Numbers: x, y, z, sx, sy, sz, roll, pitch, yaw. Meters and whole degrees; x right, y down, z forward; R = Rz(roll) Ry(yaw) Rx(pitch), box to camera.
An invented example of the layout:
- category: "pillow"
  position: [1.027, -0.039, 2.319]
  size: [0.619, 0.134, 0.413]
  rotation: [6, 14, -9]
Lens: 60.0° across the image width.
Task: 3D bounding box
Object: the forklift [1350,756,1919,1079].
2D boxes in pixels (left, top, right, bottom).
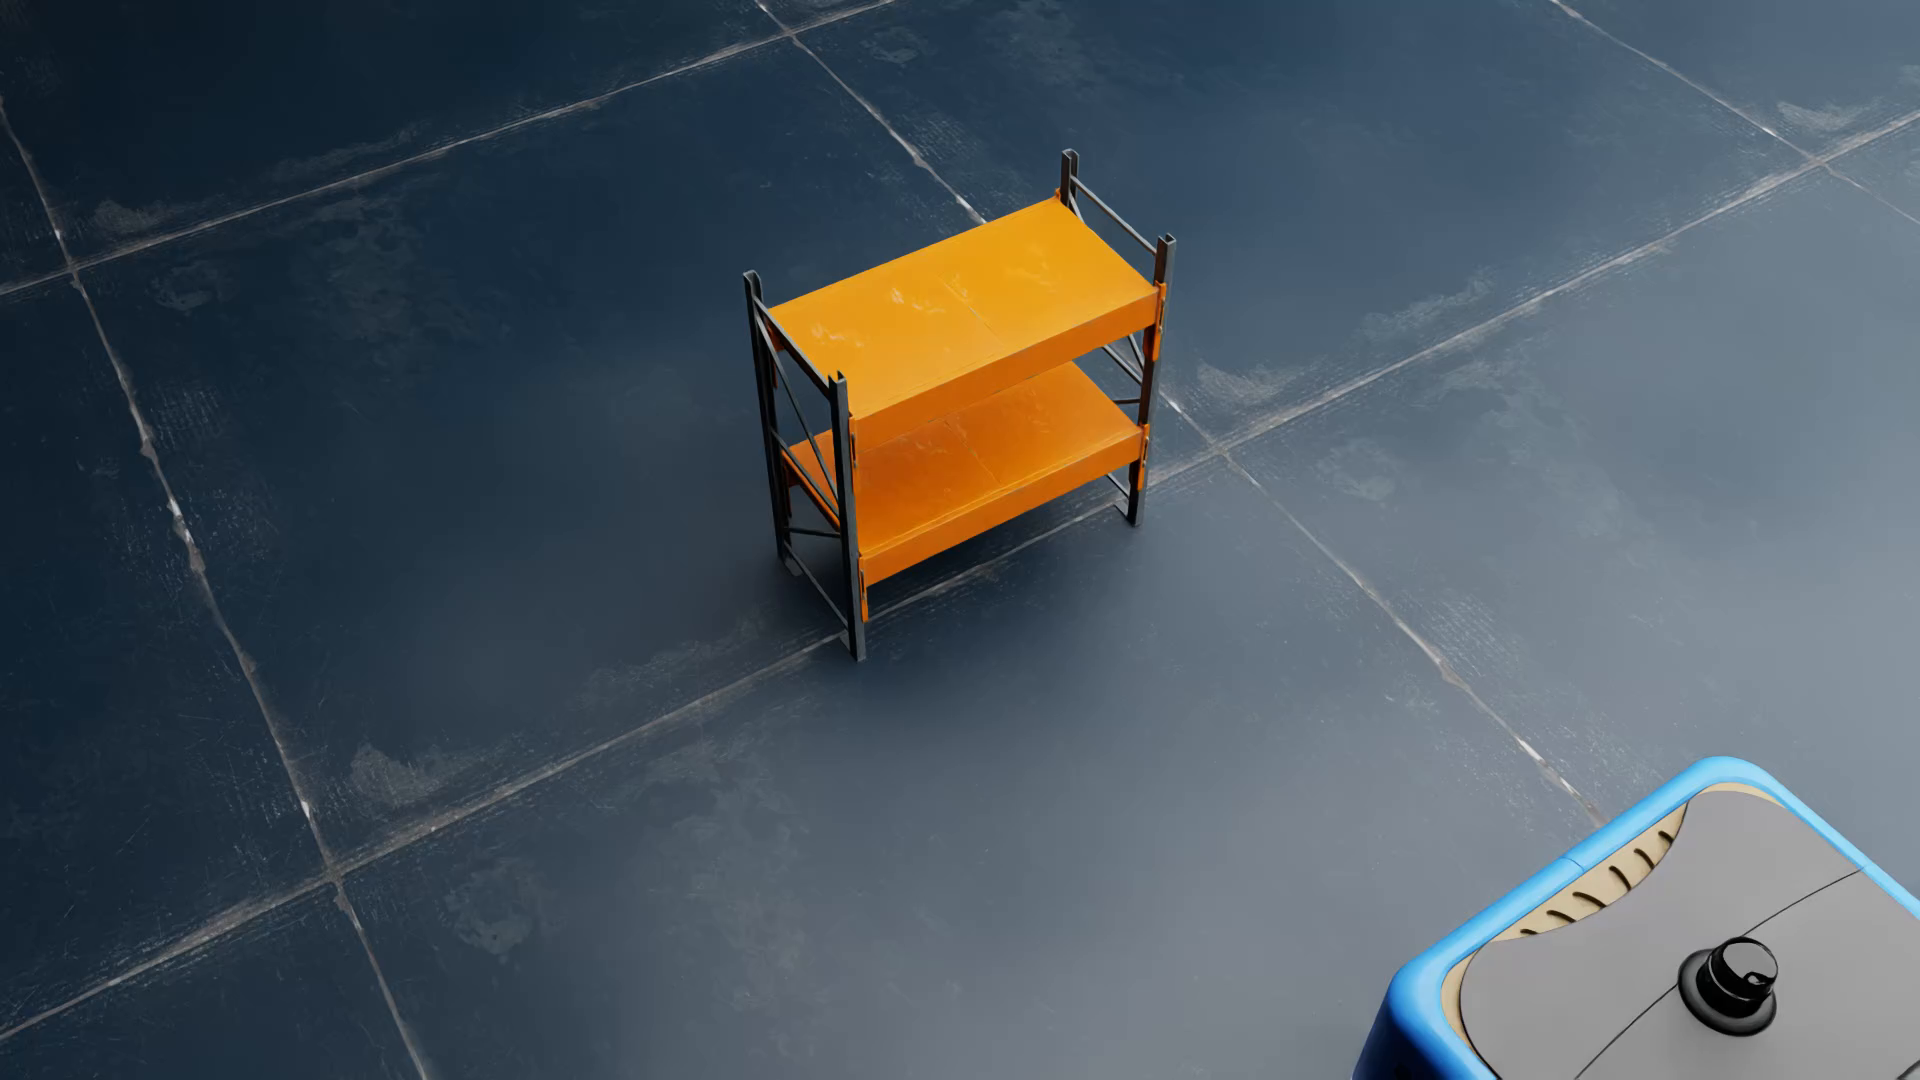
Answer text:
- category: "forklift"
  position: [2.019, 1.279, 2.149]
  size: [1.130, 2.935, 3.031]
  rotation: [-27, 53, -22]

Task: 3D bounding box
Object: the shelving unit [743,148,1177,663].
- category: "shelving unit"
  position: [0.006, -0.377, 4.832]
  size: [1.048, 1.125, 0.538]
  rotation: [-25, 53, -21]

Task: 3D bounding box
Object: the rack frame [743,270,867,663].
- category: "rack frame"
  position: [-0.424, -0.174, 4.652]
  size: [0.032, 1.125, 0.500]
  rotation: [-25, 53, -21]

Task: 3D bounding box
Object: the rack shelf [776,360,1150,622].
- category: "rack shelf"
  position: [0.006, -0.214, 5.015]
  size: [1.000, 0.278, 0.538]
  rotation: [-25, 53, -21]

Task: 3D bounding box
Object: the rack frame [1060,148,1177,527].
- category: "rack frame"
  position: [0.436, -0.579, 5.013]
  size: [0.032, 1.125, 0.500]
  rotation: [-25, 53, -21]

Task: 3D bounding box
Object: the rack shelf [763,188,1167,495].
- category: "rack shelf"
  position: [0.006, -0.571, 4.614]
  size: [1.000, 0.278, 0.538]
  rotation: [-25, 53, -21]
